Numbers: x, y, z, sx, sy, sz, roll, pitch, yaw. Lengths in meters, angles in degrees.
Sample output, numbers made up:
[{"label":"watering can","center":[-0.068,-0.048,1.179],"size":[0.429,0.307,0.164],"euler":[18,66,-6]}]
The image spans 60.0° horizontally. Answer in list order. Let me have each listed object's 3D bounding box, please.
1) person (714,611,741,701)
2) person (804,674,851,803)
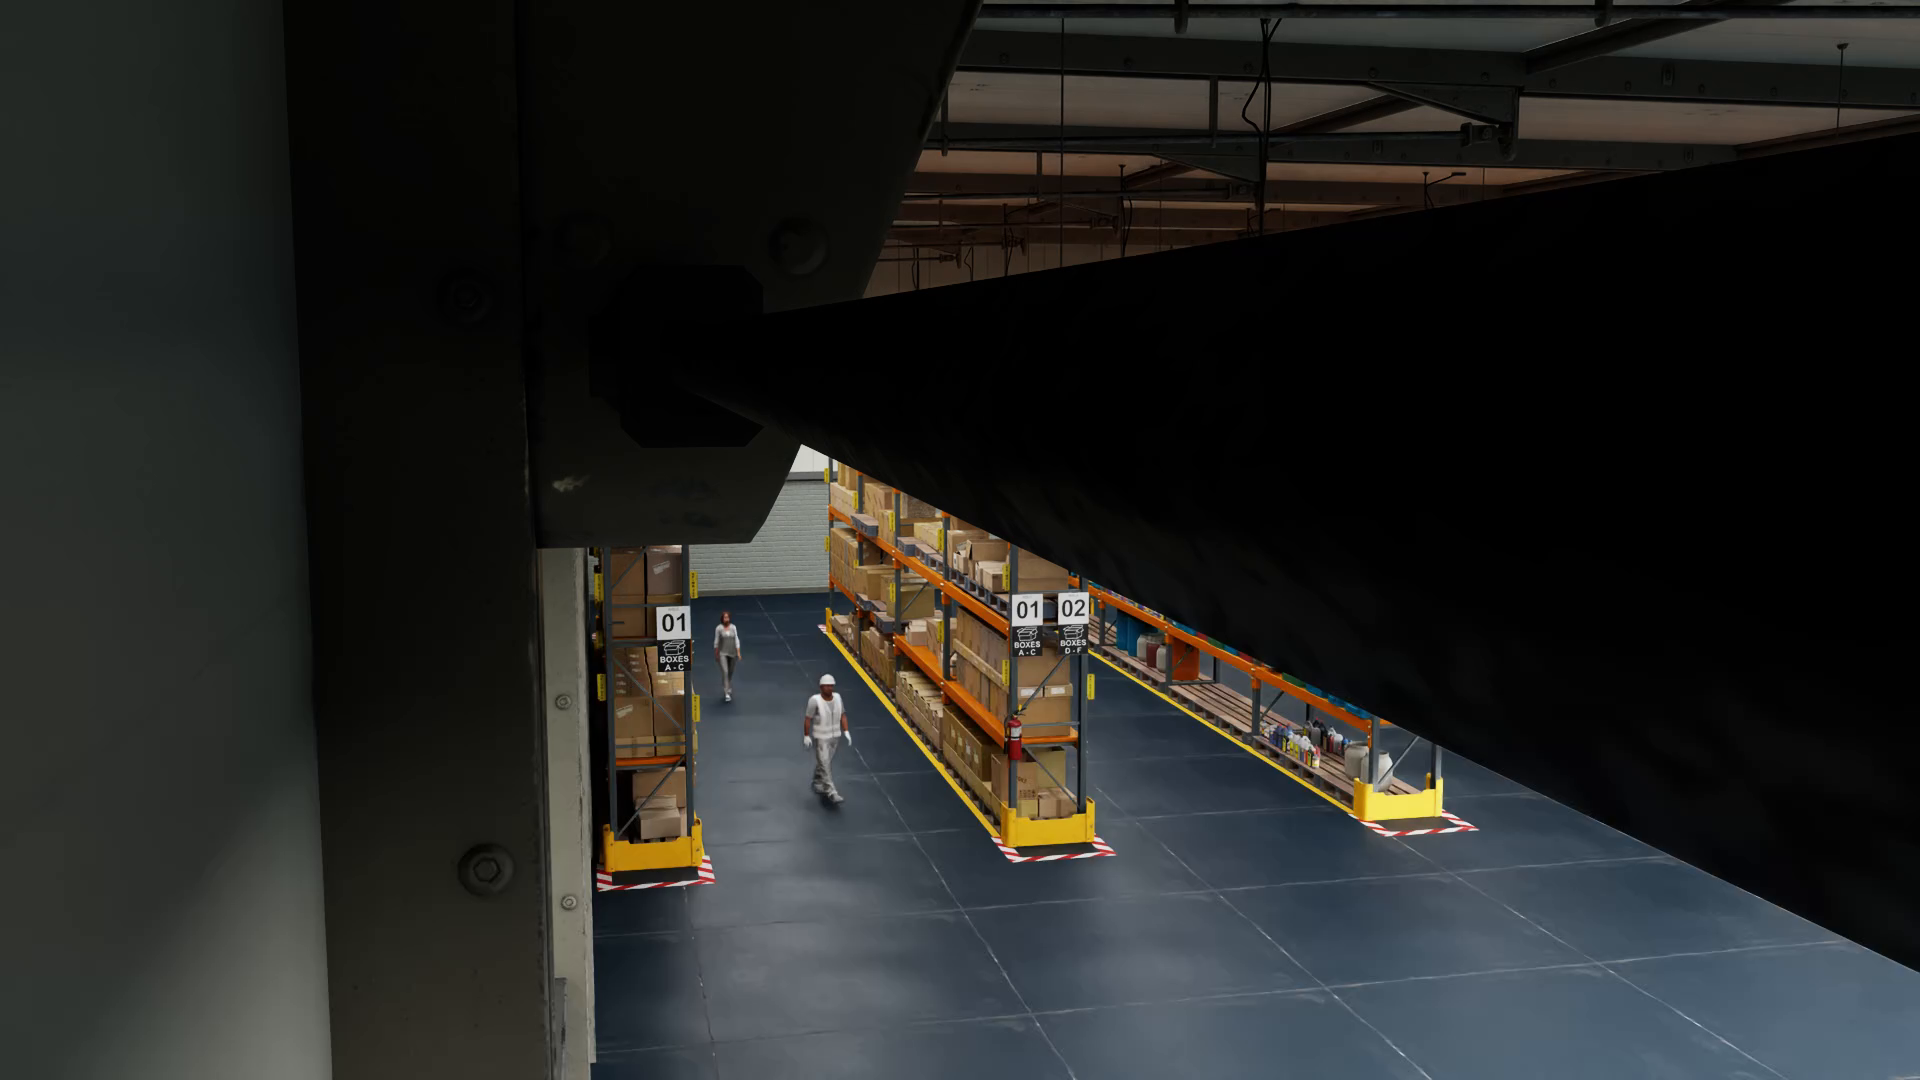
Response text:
[{"label":"person","center":[-4.140,2.036,29.582],"size":[0.439,1.537,0.969],"euler":[-2,7,-19]},{"label":"person","center":[-1.790,2.718,22.987],"size":[0.577,1.722,1.065],"euler":[-6,9,-42]}]
